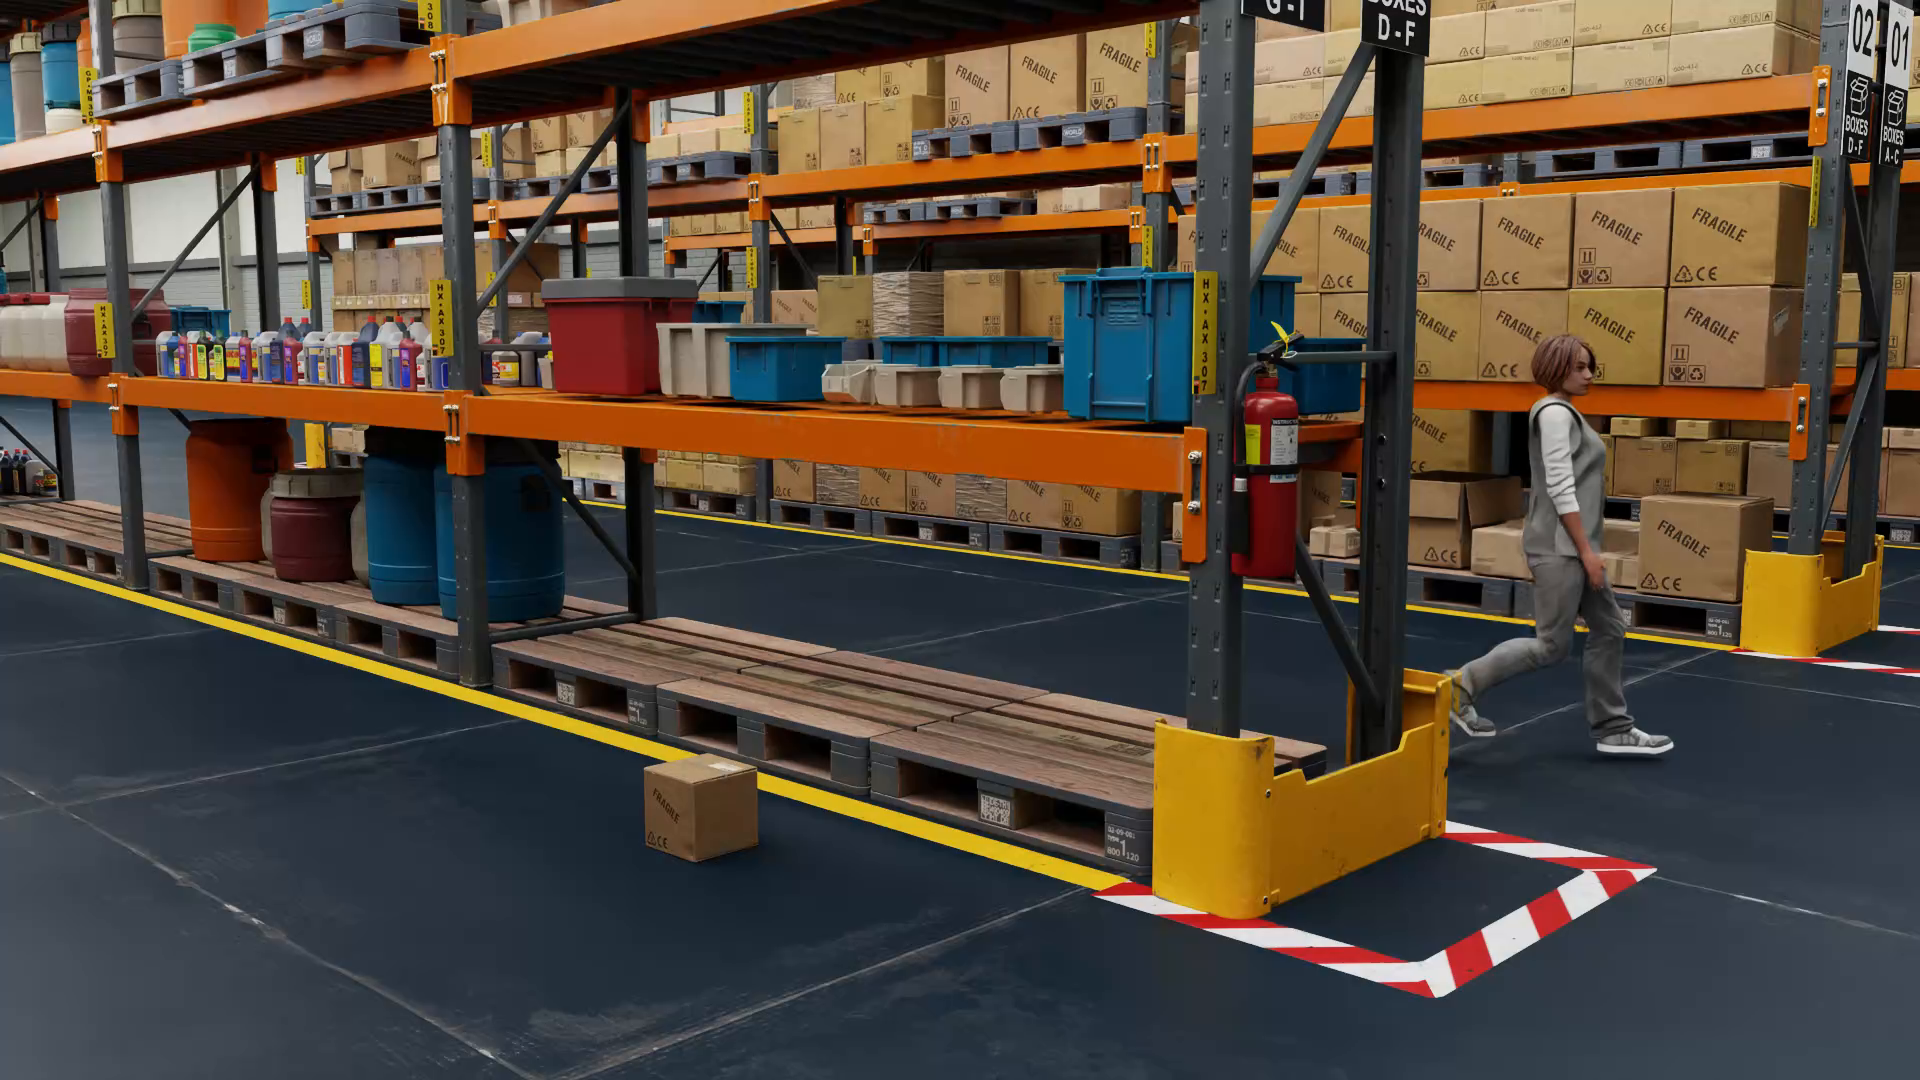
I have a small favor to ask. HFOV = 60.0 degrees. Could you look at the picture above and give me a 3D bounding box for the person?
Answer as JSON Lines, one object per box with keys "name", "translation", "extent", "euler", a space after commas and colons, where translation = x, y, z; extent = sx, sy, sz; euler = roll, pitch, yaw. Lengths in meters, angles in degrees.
{"name": "person", "translation": [2.184, 0.027, 6.064], "extent": [0.871, 1.551, 0.446], "euler": [2, 8, 19]}
